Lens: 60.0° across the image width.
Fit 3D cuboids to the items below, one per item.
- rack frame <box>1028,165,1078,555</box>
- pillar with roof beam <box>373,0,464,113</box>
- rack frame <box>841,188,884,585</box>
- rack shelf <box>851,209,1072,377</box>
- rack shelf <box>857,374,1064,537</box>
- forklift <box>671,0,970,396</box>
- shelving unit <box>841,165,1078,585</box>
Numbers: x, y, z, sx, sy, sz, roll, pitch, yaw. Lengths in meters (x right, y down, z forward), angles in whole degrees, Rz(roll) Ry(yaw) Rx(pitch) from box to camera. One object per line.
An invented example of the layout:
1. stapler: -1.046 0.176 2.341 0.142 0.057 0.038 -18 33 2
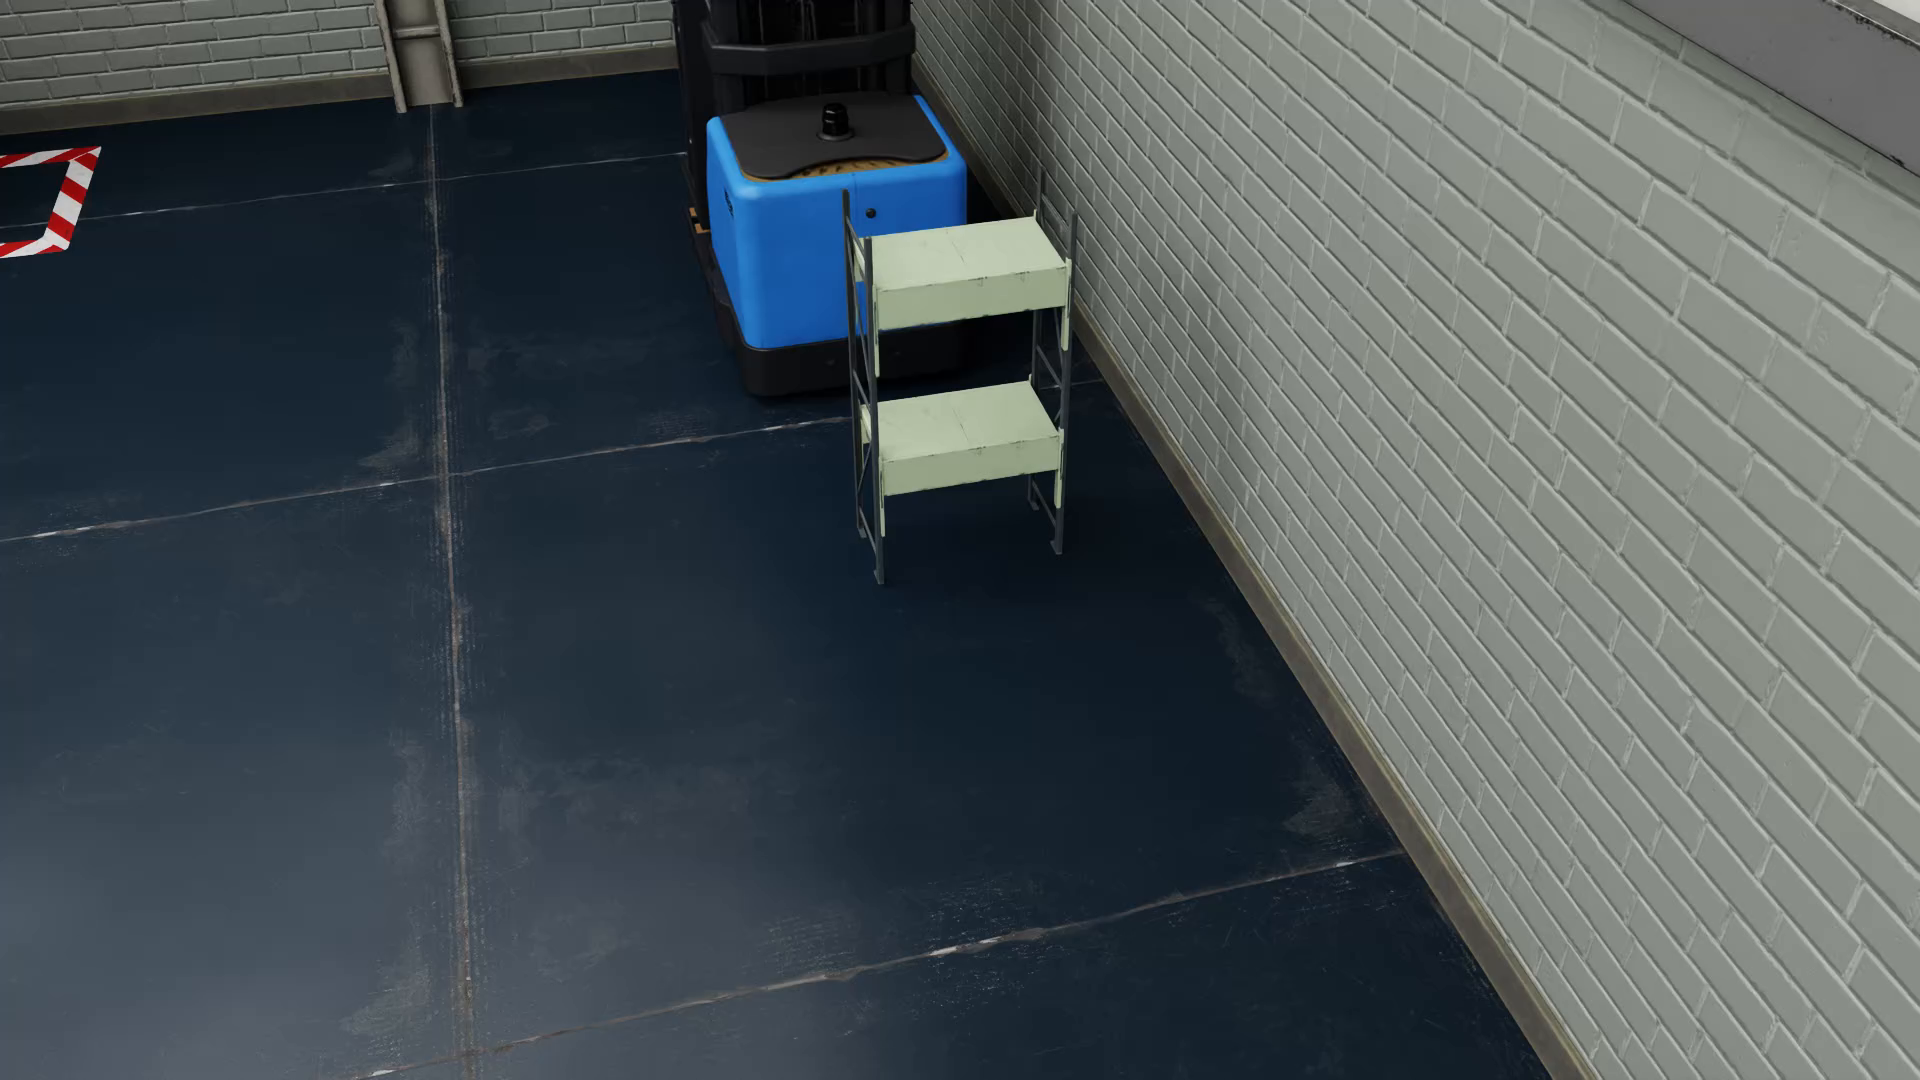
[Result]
1. rack frame: 0.347 -0.653 6.369 0.023 1.500 0.400 -9 38 -12
2. pillar with roof beam: -2.163 -3.780 4.285 0.400 9.000 9.100 -9 38 -12
3. rack frame: -0.360 -0.537 6.217 0.023 1.500 0.400 -9 38 -12
4. rack shelf: -0.006 -0.905 6.056 0.720 0.370 0.431 -9 38 -12
5. rack shelf: -0.006 -0.336 6.491 0.720 0.370 0.431 -9 38 -12
6. forklift: -0.839 -2.709 7.879 1.130 2.935 3.031 -10 38 -12
7. shelving unit: -0.006 -0.595 6.293 0.755 1.500 0.431 -9 38 -12
